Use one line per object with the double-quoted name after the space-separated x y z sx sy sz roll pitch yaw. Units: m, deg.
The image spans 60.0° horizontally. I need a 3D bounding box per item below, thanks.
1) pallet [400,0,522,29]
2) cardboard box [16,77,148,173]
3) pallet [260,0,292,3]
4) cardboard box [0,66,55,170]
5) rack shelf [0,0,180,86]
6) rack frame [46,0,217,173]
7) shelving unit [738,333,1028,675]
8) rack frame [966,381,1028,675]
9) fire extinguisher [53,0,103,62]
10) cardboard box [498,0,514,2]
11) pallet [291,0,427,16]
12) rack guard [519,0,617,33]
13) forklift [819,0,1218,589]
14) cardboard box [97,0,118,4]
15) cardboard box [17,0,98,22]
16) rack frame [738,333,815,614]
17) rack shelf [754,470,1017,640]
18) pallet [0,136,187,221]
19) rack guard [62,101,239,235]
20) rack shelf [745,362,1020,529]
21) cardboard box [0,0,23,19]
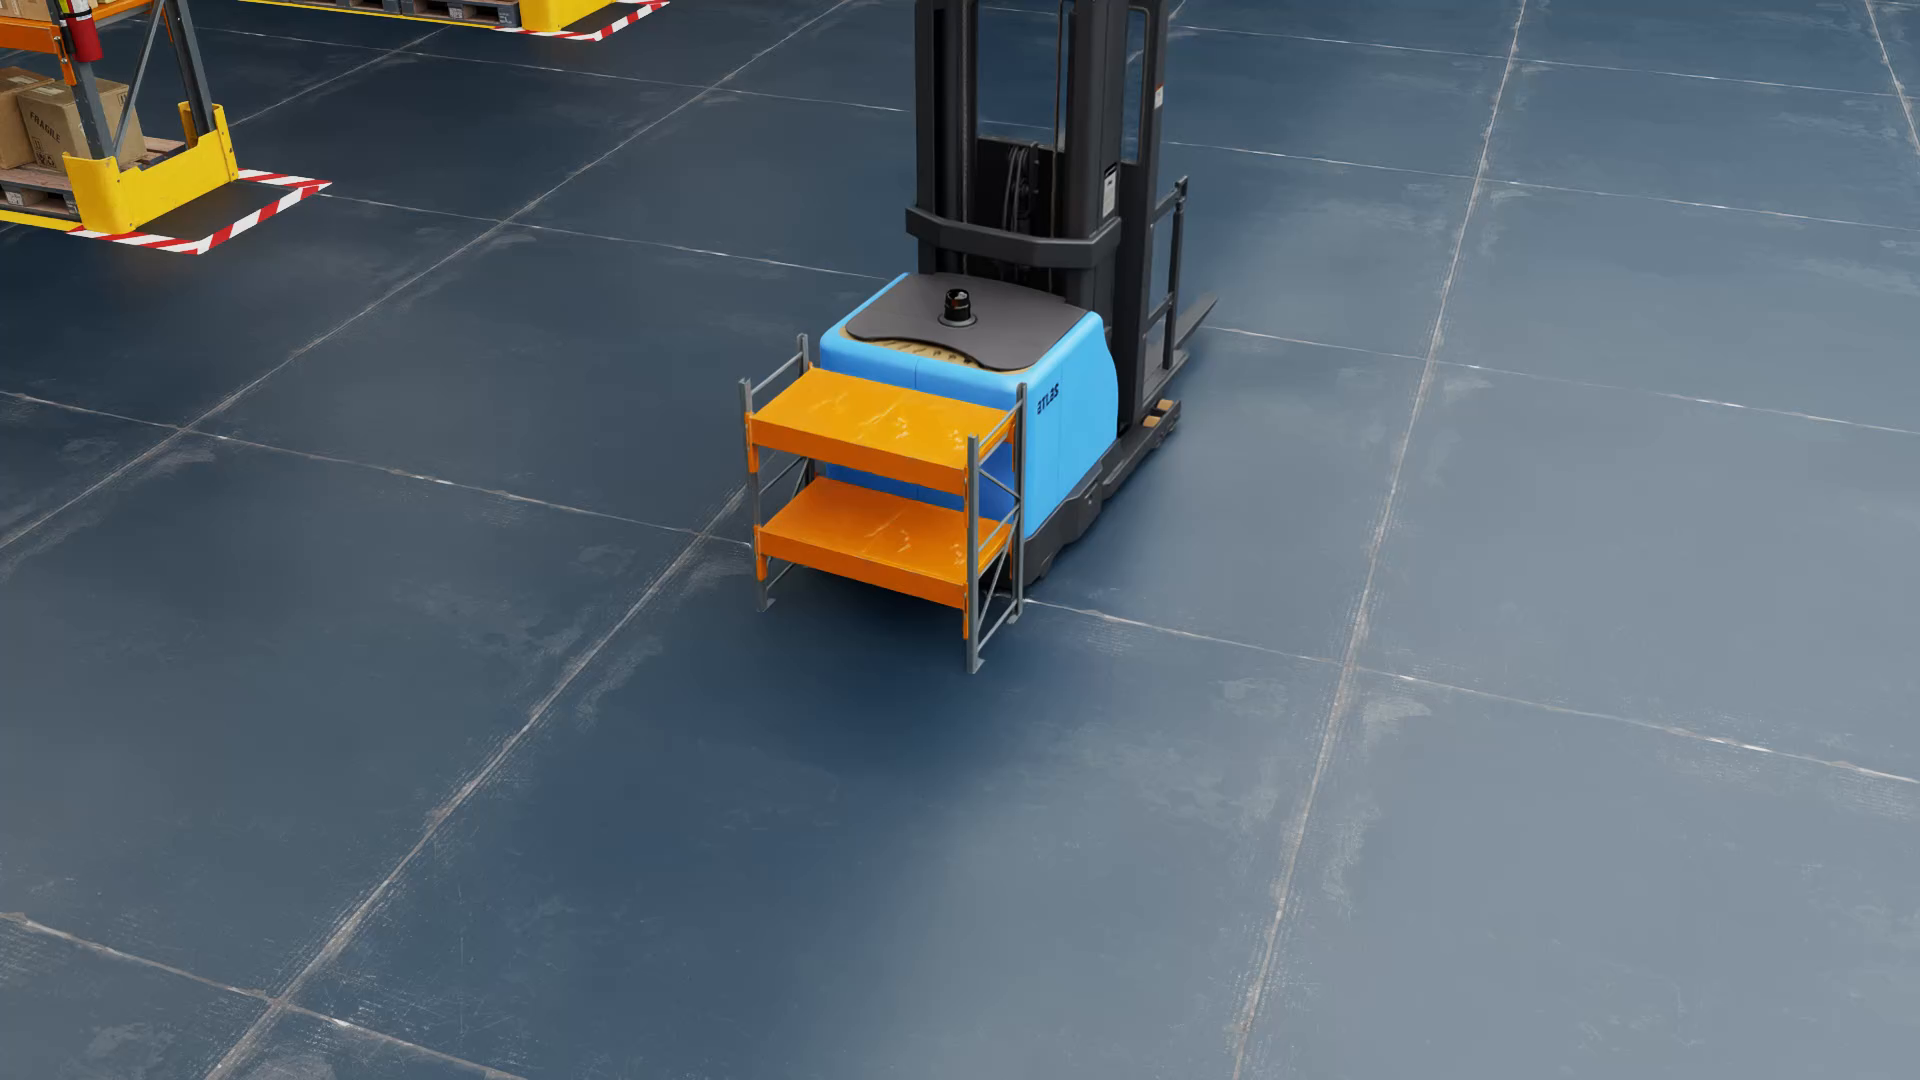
-4.356 -5.002 15.302 1.213 0.211 1.003 11 34 16 "pallet"
-5.927 -2.802 11.241 0.500 0.500 0.500 18 37 25 "cardboard box"
-6.653 -5.448 15.994 1.213 0.211 1.003 11 34 16 "pallet"
-6.502 -2.894 11.384 0.500 0.500 0.500 21 38 29 "cardboard box"
-7.228 -3.616 11.249 4.000 0.370 1.077 11 34 16 "rack shelf"
-5.345 -3.553 10.487 0.127 3.000 1.000 11 34 16 "rack frame"
-0.308 -0.157 6.956 1.048 1.125 0.538 15 36 21 "shelving unit"
0.150 -0.038 6.771 0.032 1.125 0.500 15 36 21 "rack frame"
-5.393 -3.264 10.111 0.183 0.674 0.296 11 34 16 "fire extinguisher"
-4.237 -5.441 14.983 0.875 0.875 0.875 11 35 17 "cardboard box"
-5.500 -5.226 15.649 1.213 0.211 1.003 11 34 16 "pallet"
-3.554 -5.012 15.052 0.348 0.500 1.175 11 34 16 "rack guard"
0.494 -1.798 7.833 1.130 2.935 3.031 15 36 22 "forklift"
-5.533 -3.621 10.824 0.250 0.149 0.380 11 34 16 "cardboard box"
-5.683 -3.394 10.473 0.250 0.149 0.380 11 34 16 "cardboard box"
-0.766 -0.277 7.142 0.032 1.125 0.500 15 36 21 "rack frame"
-0.308 0.048 7.089 1.000 0.278 0.538 15 36 21 "rack shelf"
-6.169 -2.562 11.523 1.213 0.211 1.003 11 34 16 "pallet"
-5.417 -2.516 11.187 0.348 0.500 1.175 11 34 16 "rack guard"
-0.308 -0.403 6.798 1.000 0.278 0.538 15 36 21 "rack shelf"
-5.918 -3.440 10.544 0.250 0.149 0.380 11 34 16 "cardboard box"
